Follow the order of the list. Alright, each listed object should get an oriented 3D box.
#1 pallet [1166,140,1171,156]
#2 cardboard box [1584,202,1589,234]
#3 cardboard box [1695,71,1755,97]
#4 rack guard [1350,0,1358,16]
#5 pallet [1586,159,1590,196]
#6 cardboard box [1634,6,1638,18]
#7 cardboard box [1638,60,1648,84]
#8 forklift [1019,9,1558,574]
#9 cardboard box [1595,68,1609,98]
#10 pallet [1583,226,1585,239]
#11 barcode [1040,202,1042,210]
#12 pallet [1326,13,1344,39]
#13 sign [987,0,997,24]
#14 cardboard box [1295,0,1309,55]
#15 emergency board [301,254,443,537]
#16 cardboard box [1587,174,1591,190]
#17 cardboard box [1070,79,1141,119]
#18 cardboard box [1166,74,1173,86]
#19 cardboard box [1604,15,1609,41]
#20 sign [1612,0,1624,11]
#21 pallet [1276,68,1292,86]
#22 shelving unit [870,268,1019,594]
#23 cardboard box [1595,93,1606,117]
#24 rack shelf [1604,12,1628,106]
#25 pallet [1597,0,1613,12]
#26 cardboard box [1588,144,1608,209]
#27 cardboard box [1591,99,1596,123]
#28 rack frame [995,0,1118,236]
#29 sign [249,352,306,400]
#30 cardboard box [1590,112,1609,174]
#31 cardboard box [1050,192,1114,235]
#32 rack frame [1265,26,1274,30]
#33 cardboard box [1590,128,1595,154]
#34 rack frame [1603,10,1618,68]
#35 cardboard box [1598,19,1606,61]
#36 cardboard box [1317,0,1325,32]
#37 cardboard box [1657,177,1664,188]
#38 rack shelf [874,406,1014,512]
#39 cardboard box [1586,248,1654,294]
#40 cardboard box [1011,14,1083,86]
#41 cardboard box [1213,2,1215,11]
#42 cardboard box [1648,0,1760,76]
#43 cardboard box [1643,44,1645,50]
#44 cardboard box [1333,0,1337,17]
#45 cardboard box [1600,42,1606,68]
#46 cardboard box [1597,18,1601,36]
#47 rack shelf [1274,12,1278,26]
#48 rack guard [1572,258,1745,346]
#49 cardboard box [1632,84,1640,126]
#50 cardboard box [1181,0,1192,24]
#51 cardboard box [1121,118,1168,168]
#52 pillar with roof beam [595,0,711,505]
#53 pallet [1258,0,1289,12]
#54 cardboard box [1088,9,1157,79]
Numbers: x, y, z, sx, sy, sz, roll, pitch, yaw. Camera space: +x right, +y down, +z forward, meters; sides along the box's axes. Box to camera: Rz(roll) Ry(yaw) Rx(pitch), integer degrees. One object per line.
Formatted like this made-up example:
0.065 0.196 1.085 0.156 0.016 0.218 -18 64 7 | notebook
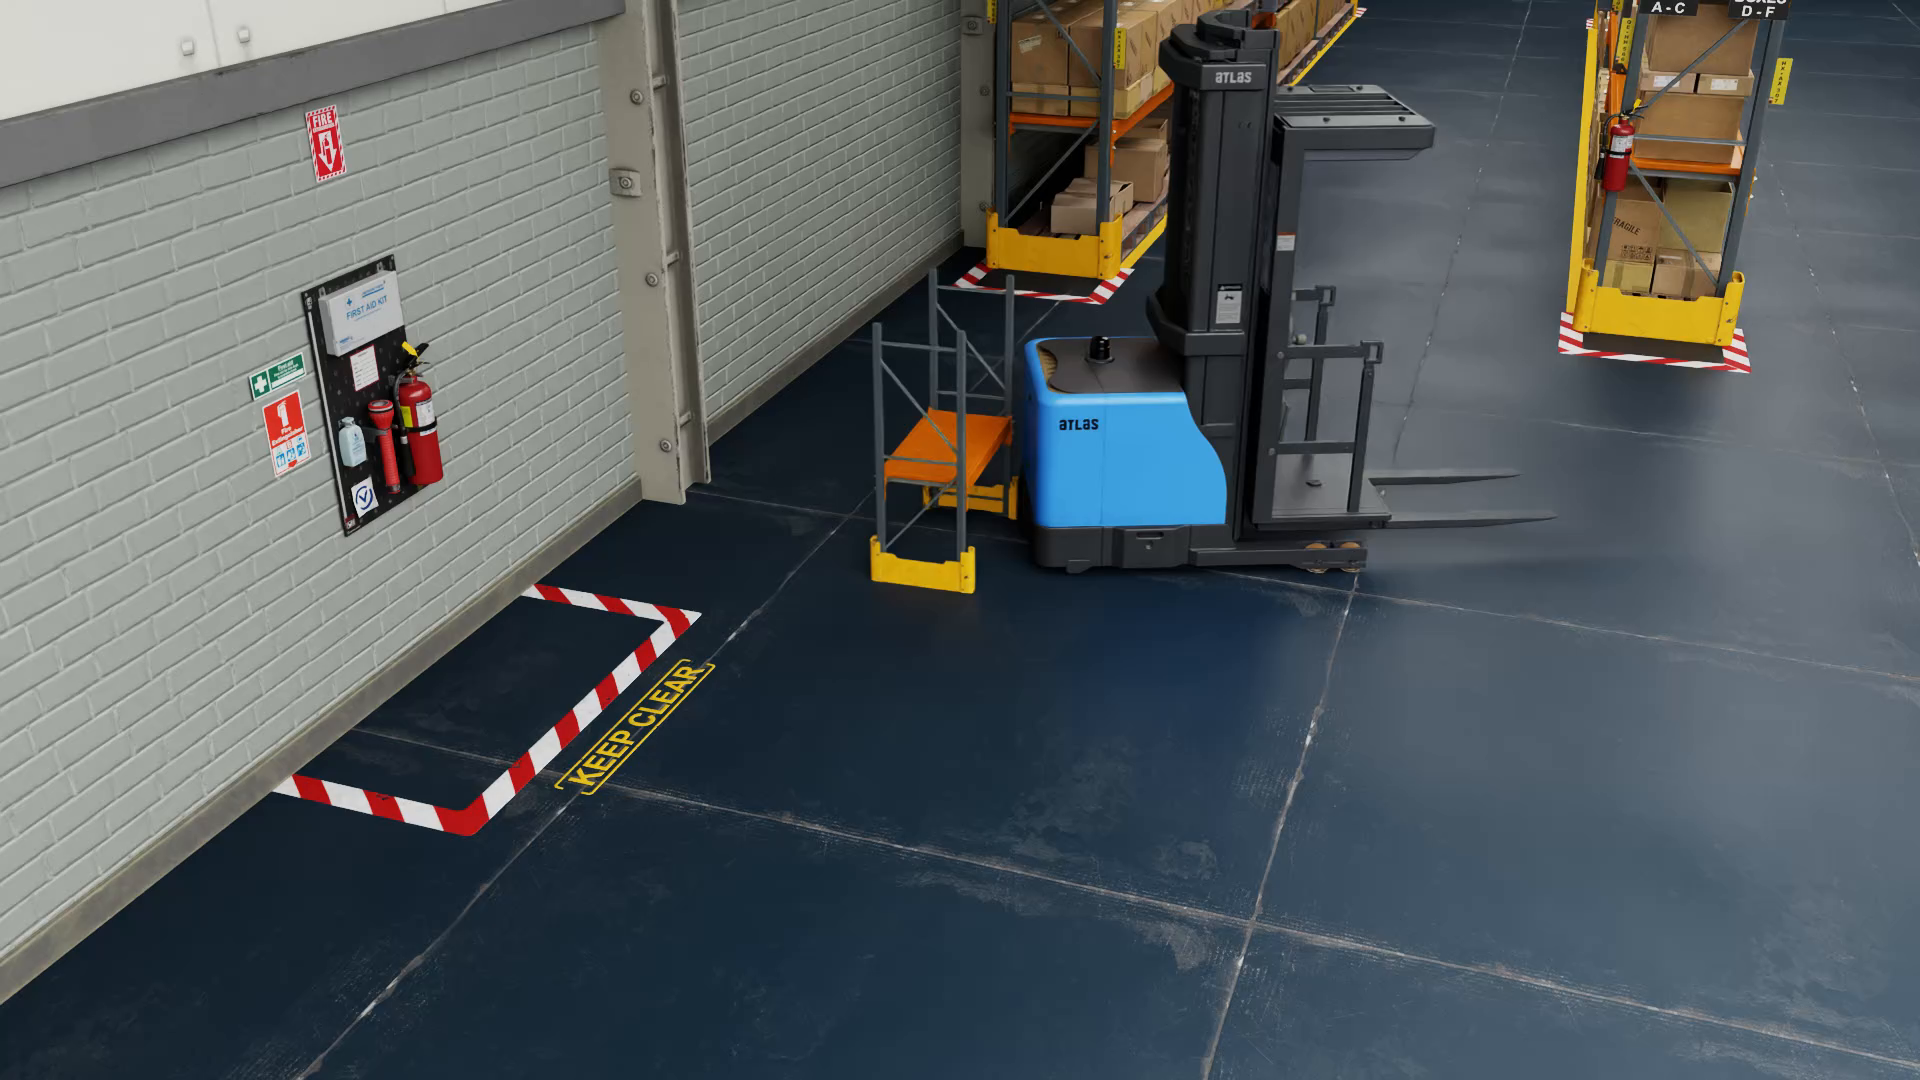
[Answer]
2.384 -4.431 18.660 1.003 0.211 1.213 9 27 17 | pallet
5.855 -2.838 14.843 0.500 0.250 0.500 9 27 17 | cardboard box
5.801 -3.472 12.621 0.380 0.149 0.250 9 27 17 | cardboard box
6.127 -9.182 28.141 1.175 0.500 0.348 9 27 17 | rack guard
7.007 -3.703 17.155 1.003 0.211 1.213 9 27 17 | pallet
6.527 -4.904 15.577 0.380 0.149 0.250 9 27 17 | cardboard box
5.501 -3.635 12.956 0.380 0.149 0.250 9 27 19 | cardboard box
1.895 -1.362 9.199 3.031 2.935 1.130 -1 26 -3 | forklift
7.679 -5.324 19.334 0.500 0.311 0.500 10 27 19 | cardboard box
6.495 -3.073 15.855 1.003 0.211 1.213 9 27 17 | pallet
0.739 -3.051 15.179 0.001 0.075 0.075 9 27 17 | barcode
5.520 -8.203 26.449 1.003 0.211 1.213 9 27 17 | pallet
0.278 -4.474 13.858 0.100 0.325 0.005 9 27 17 | sign
4.402 -7.223 23.212 0.750 0.750 0.750 10 27 19 | cardboard box
-2.643 -0.660 7.670 0.194 1.169 0.643 9 27 17 | emergency board
6.359 -3.454 16.115 0.500 0.250 0.500 9 27 17 | cardboard box
1.257 -3.818 14.343 0.500 0.250 0.500 8 27 16 | cardboard box
1.762 -4.450 15.647 0.500 0.250 0.500 9 27 18 | cardboard box
8.571 -6.567 21.373 0.500 0.250 0.500 8 27 16 | cardboard box
6.284 -5.209 15.829 0.100 0.325 0.005 9 27 17 | sign
3.791 -6.068 22.040 1.003 0.211 1.213 9 27 17 | pallet
-0.072 -0.638 9.346 0.587 1.500 1.083 7 27 14 | shelving unit
7.169 -4.686 18.017 0.500 0.311 0.500 8 27 17 | cardboard box
7.464 -5.147 17.764 1.077 0.370 4.000 9 27 17 | rack shelf
8.289 -6.495 19.943 1.213 0.211 1.003 9 27 17 | pallet
5.852 -3.176 14.681 0.500 0.500 0.500 9 27 17 | cardboard box
7.512 -4.865 19.029 0.500 0.250 0.500 8 27 16 | cardboard box
0.795 -3.722 13.996 1.000 3.000 0.127 9 27 17 | rack frame
-2.914 -0.703 7.110 0.001 0.109 0.331 9 27 17 | sign
6.349 -3.793 15.955 0.500 0.500 0.500 9 27 17 | cardboard box
1.110 -2.981 15.046 0.500 0.311 0.500 6 26 12 | cardboard box
3.457 -7.010 20.786 1.000 3.000 0.127 9 27 17 | rack frame
7.003 -4.231 17.720 0.500 0.250 0.500 9 27 19 | cardboard box
8.130 -6.293 19.305 1.000 3.000 0.127 9 27 17 | rack frame
9.070 -6.846 22.812 0.500 0.500 0.500 8 27 15 | cardboard box
5.134 -8.010 25.238 0.700 0.500 0.500 9 27 18 | cardboard box
6.175 -2.896 14.101 0.500 0.500 0.500 9 27 17 | cardboard box
-0.075 -0.472 9.417 0.538 0.185 1.000 7 27 14 | rack shelf
5.368 -2.220 13.567 0.500 0.250 0.500 9 27 17 | cardboard box
0.752 -4.226 14.324 0.500 0.500 0.500 8 27 17 | cardboard box
2.328 -5.813 17.695 0.700 0.500 0.500 9 27 18 | cardboard box
5.653 -3.846 12.648 0.700 0.500 0.500 9 27 18 | cardboard box
5.759 -3.951 13.609 0.380 0.149 0.250 10 27 19 | cardboard box
5.648 -8.647 26.553 0.700 0.500 0.500 8 27 16 | cardboard box
8.392 -5.997 21.057 0.500 0.500 0.500 8 27 16 | cardboard box
9.633 -7.508 24.395 0.500 0.311 0.500 9 27 17 | cardboard box
4.123 -7.508 22.640 1.077 0.370 4.000 9 27 17 | rack shelf
5.460 -1.870 13.040 1.175 0.500 0.348 9 27 17 | rack guard
5.976 -3.660 13.753 0.700 0.500 0.500 9 27 18 | cardboard box
1.922 -4.995 15.912 0.500 0.500 0.500 8 27 16 | cardboard box
1.819 -4.007 16.947 0.500 0.500 0.500 7 27 14 | cardboard box
2.275 -3.746 7.160 9.100 9.000 0.400 9 27 17 | pillar with roof beam
3.321 -6.615 20.191 1.213 0.211 1.003 9 27 17 | pallet
1.411 -4.356 14.592 0.500 0.500 0.500 9 27 18 | cardboard box
